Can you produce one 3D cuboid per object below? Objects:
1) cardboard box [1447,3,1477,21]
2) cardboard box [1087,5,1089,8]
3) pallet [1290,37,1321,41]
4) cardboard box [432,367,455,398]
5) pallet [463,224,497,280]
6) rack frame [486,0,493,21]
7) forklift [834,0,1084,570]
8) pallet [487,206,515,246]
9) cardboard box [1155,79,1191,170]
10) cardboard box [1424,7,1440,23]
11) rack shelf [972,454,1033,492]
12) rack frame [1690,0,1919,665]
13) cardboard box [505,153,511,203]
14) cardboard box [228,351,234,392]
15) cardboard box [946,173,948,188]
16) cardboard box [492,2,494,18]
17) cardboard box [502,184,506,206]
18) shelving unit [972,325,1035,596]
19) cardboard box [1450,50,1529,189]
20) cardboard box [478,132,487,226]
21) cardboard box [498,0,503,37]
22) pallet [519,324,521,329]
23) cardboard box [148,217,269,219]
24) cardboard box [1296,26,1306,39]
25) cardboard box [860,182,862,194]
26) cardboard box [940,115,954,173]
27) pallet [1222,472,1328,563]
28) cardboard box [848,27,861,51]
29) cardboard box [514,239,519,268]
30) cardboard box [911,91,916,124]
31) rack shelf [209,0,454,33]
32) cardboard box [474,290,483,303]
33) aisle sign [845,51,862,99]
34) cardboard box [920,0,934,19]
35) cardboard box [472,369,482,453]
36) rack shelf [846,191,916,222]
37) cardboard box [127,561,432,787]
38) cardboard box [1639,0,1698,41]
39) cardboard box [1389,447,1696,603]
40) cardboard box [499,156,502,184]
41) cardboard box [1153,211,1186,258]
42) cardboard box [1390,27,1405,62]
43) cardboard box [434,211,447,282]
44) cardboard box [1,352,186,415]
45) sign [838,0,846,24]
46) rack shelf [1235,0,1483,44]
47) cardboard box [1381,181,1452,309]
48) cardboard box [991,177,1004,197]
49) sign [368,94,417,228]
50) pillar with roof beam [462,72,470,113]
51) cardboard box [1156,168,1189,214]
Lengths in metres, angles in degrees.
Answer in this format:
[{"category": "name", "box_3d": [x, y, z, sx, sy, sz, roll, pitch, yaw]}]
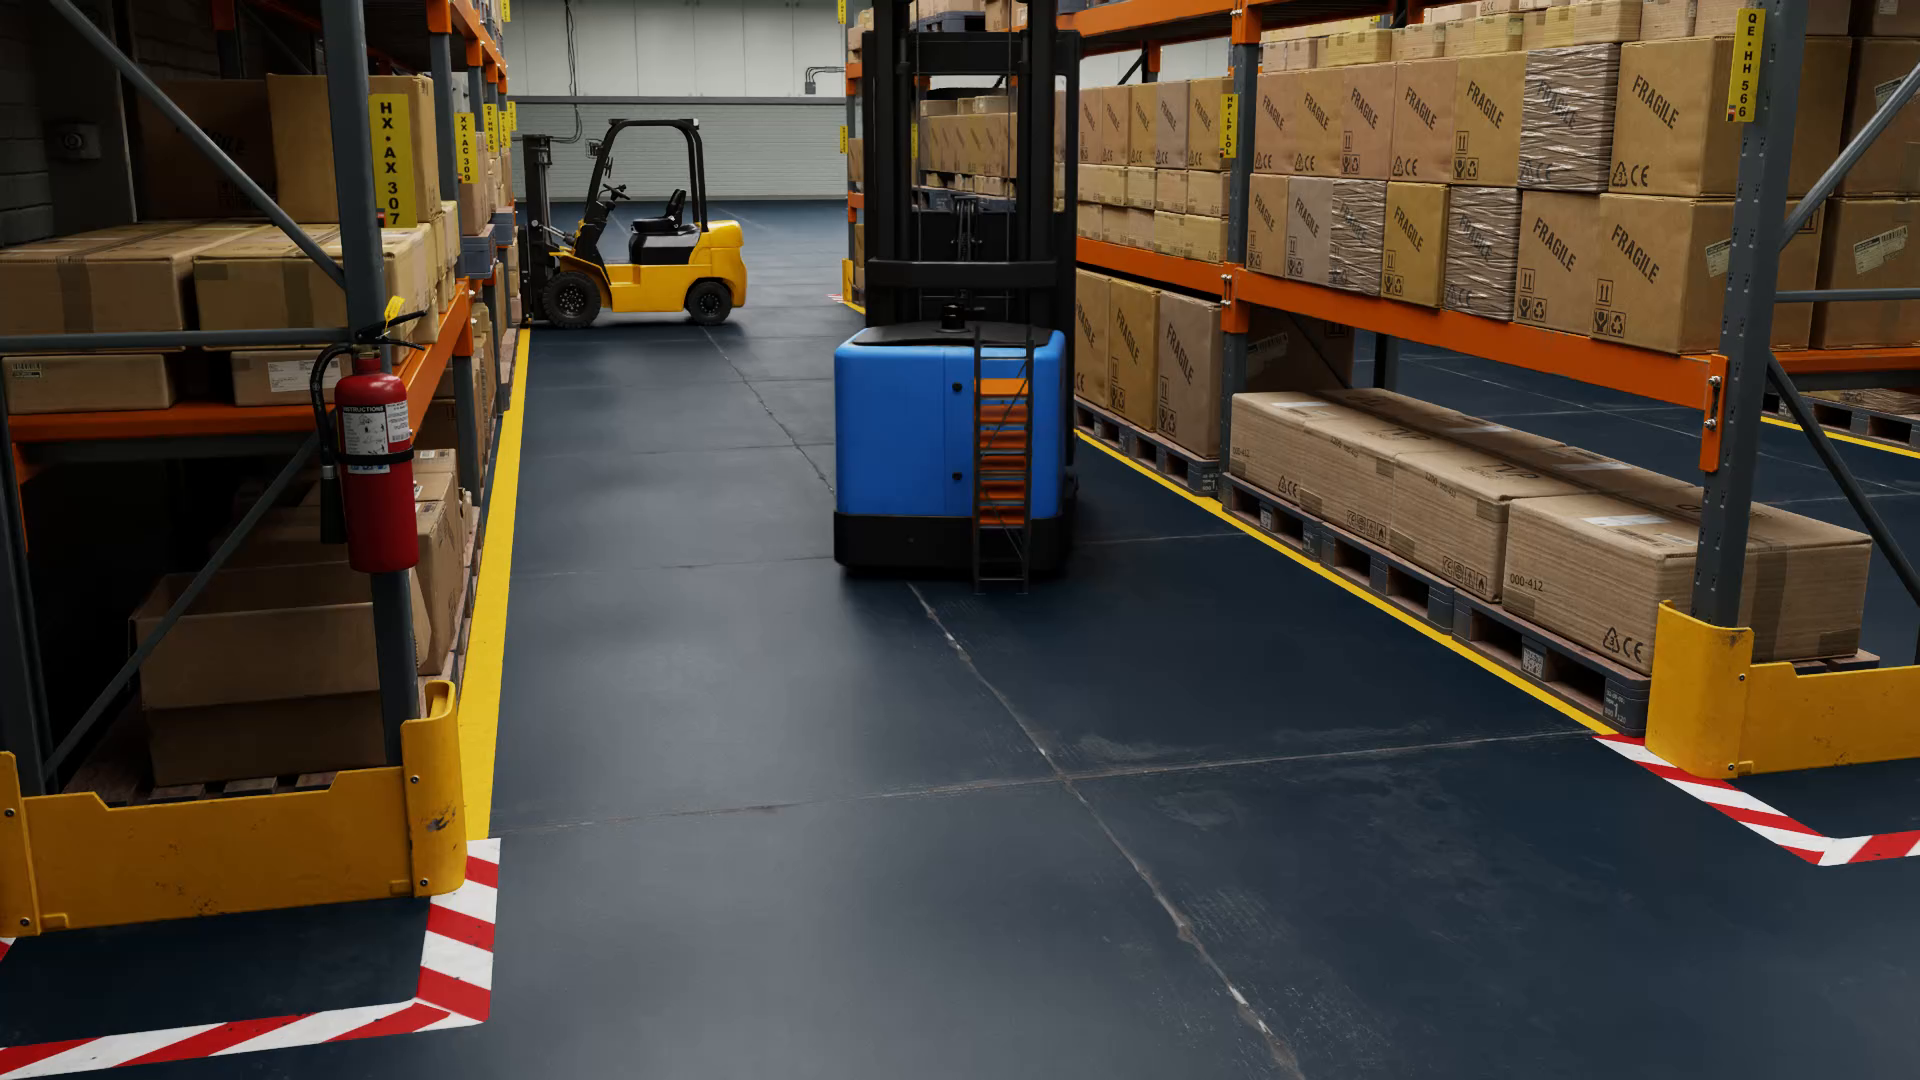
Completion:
[{"category": "cardboard box", "box_3d": [4.929, -5.085, 16.033, 0.380, 0.149, 0.250, -3, 14, -13]}, {"category": "cardboard box", "box_3d": [1.096, -4.030, 12.811, 0.380, 0.149, 0.250, -3, 14, -13]}, {"category": "pallet", "box_3d": [4.388, -5.719, 19.382, 1.003, 0.211, 1.213, -3, 14, -13]}, {"category": "cardboard box", "box_3d": [-2.706, -0.815, 8.458, 0.380, 0.149, 0.250, -3, 14, -11]}, {"category": "pallet", "box_3d": [-2.962, -1.510, 8.691, 1.003, 0.211, 1.213, -3, 14, -13]}, {"category": "rack frame", "box_3d": [-4.759, -6.172, 14.730, 1.000, 3.000, 0.127, -3, 14, -13]}, {"category": "forklift", "box_3d": [0.079, -1.585, 8.738, 1.130, 2.935, 3.031, 1, 14, 6]}, {"category": "pallet", "box_3d": [-3.592, -2.090, 11.064, 1.213, 0.211, 1.003, -3, 14, -13]}, {"category": "cardboard box", "box_3d": [1.466, -2.432, 9.745, 0.500, 0.500, 0.500, -3, 14, -12]}, {"category": "cardboard box", "box_3d": [4.752, -5.326, 16.774, 0.258, 0.266, 0.396, -4, 14, -14]}, {"category": "rack shelf", "box_3d": [0.183, -0.292, 7.246, 0.258, 0.103, 0.180, 0, 26, -1]}, {"category": "rack frame", "box_3d": [2.883, -0.767, 5.247, 1.000, 3.000, 0.127, -3, 14, -13]}, {"category": "cardboard box", "box_3d": [-4.965, -3.777, 17.355, 0.500, 0.500, 0.500, -3, 14, -13]}, {"category": "cardboard box", "box_3d": [-1.856, -0.515, 4.744, 0.380, 0.149, 0.250, -3, 14, -12]}, {"category": "cardboard box", "box_3d": [0.079, -3.353, 15.476, 0.380, 0.149, 0.250, -2, 14, -10]}, {"category": "cardboard box", "box_3d": [-4.569, -4.966, 15.548, 0.380, 0.149, 0.250, -3, 14, -12]}, {"category": "cardboard box", "box_3d": [-4.386, -3.084, 15.044, 0.500, 0.250, 0.500, -3, 14, -12]}, {"category": "shelving unit", "box_3d": [0.183, -0.332, 7.226, 0.258, 1.200, 0.189, 0, 26, -1]}, {"category": "cardboard box", "box_3d": [2.274, -1.633, 6.472, 0.500, 0.500, 0.500, -3, 14, -13]}, {"category": "cardboard box", "box_3d": [-2.898, -1.909, 8.823, 0.700, 0.500, 0.500, -3, 14, -13]}, {"category": "cardboard box", "box_3d": [-5.357, -5.851, 18.427, 0.500, 0.500, 0.500, -3, 14, -11]}, {"category": "pallet", "box_3d": [-5.195, -2.371, 17.688, 1.003, 0.211, 1.213, -3, 14, -13]}, {"category": "cardboard box", "box_3d": [-2.782, -1.120, 6.382, 0.500, 0.250, 0.500, -3, 14, -12]}, {"category": "cardboard box", "box_3d": [4.097, -5.841, 19.127, 0.380, 0.149, 0.250, -3, 14, -13]}, {"category": "cardboard box", "box_3d": [-0.996, -4.246, 20.017, 0.380, 0.149, 0.250, -3, 14, -13]}, {"category": "cardboard box", "box_3d": [0.118, -3.578, 15.030, 0.500, 0.500, 0.500, -3, 14, -14]}, {"category": "pallet", "box_3d": [2.047, -0.156, 8.619, 1.003, 0.211, 1.213, -3, 14, -13]}, {"category": "cardboard box", "box_3d": [-1.015, -5.856, 19.446, 0.500, 0.250, 0.500, -4, 14, -14]}, {"category": "cardboard box", "box_3d": [-4.678, -2.860, 16.614, 0.500, 0.250, 0.500, -3, 14, -13]}, {"category": "cardboard box", "box_3d": [-0.229, -4.680, 18.317, 0.700, 0.500, 0.500, -3, 14, -14]}, {"category": "rack shelf", "box_3d": [-2.410, -2.059, 5.729, 1.077, 0.370, 4.000, -3, 14, -13]}, {"category": "cardboard box", "box_3d": [-3.953, -1.530, 12.489, 0.875, 0.625, 0.625, -3, 14, -11]}, {"category": "aisle sign", "box_3d": [-1.190, -5.718, 20.035, 0.394, 0.787, 0.004, -3, 14, -13]}, {"category": "cardboard box", "box_3d": [-0.067, -4.850, 15.068, 0.500, 0.250, 0.500, -3, 14, -14]}, {"category": "cardboard box", "box_3d": [-2.909, -0.649, 9.144, 0.500, 0.500, 0.500, -3, 14, -14]}, {"category": "rack shelf", "box_3d": [-0.405, -3.647, 18.552, 1.077, 0.370, 4.000, -3, 14, -13]}, {"category": "cardboard box", "box_3d": [-1.992, 0.373, 4.957, 0.797, 0.503, 0.637, -4, 14, -15]}, {"category": "cardboard box", "box_3d": [2.522, -1.746, 5.567, 0.380, 0.149, 0.250, -3, 14, -12]}, {"category": "cardboard box", "box_3d": [2.408, -0.084, 6.964, 0.875, 0.438, 0.875, -3, 14, -12]}, {"category": "cardboard box", "box_3d": [-4.395, -3.329, 14.996, 0.500, 0.250, 0.500, -4, 14, -14]}, {"category": "cardboard box", "box_3d": [1.475, -1.824, 9.889, 0.500, 0.250, 0.500, -3, 14, -14]}, {"category": "cardboard box", "box_3d": [2.115, -2.160, 7.265, 0.380, 0.149, 0.250, -3, 14, -13]}, {"category": "cardboard box", "box_3d": [-2.287, -1.150, 6.502, 0.500, 0.250, 0.500, -3, 14, -14]}, {"category": "cardboard box", "box_3d": [-2.279, -0.429, 4.393, 0.380, 0.149, 0.250, -3, 14, -14]}, {"category": "sign", "box_3d": [-1.402, -6.310, 19.772, 0.100, 0.325, 0.005, -3, 14, -13]}, {"category": "rack shelf", "box_3d": [2.414, -2.336, 6.865, 1.077, 0.370, 4.000, -3, 14, -13]}, {"category": "cardboard box", "box_3d": [2.145, -1.265, 7.076, 0.500, 0.500, 0.500, -3, 14, -12]}, {"category": "cardboard box", "box_3d": [0.463, -2.871, 13.501, 0.380, 0.149, 0.250, -3, 14, -14]}, {"category": "sign", "box_3d": [-1.413, -0.941, 4.132, 0.100, 0.325, 0.005, -3, 14, -13]}, {"category": "pillar with roof beam", "box_3d": [-7.863, -12.661, 41.289, 9.100, 9.000, 0.400, -3, 14, -13]}, {"category": "cardboard box", "box_3d": [1.480, -2.063, 9.814, 0.500, 0.250, 0.500, -3, 14, -12]}]
